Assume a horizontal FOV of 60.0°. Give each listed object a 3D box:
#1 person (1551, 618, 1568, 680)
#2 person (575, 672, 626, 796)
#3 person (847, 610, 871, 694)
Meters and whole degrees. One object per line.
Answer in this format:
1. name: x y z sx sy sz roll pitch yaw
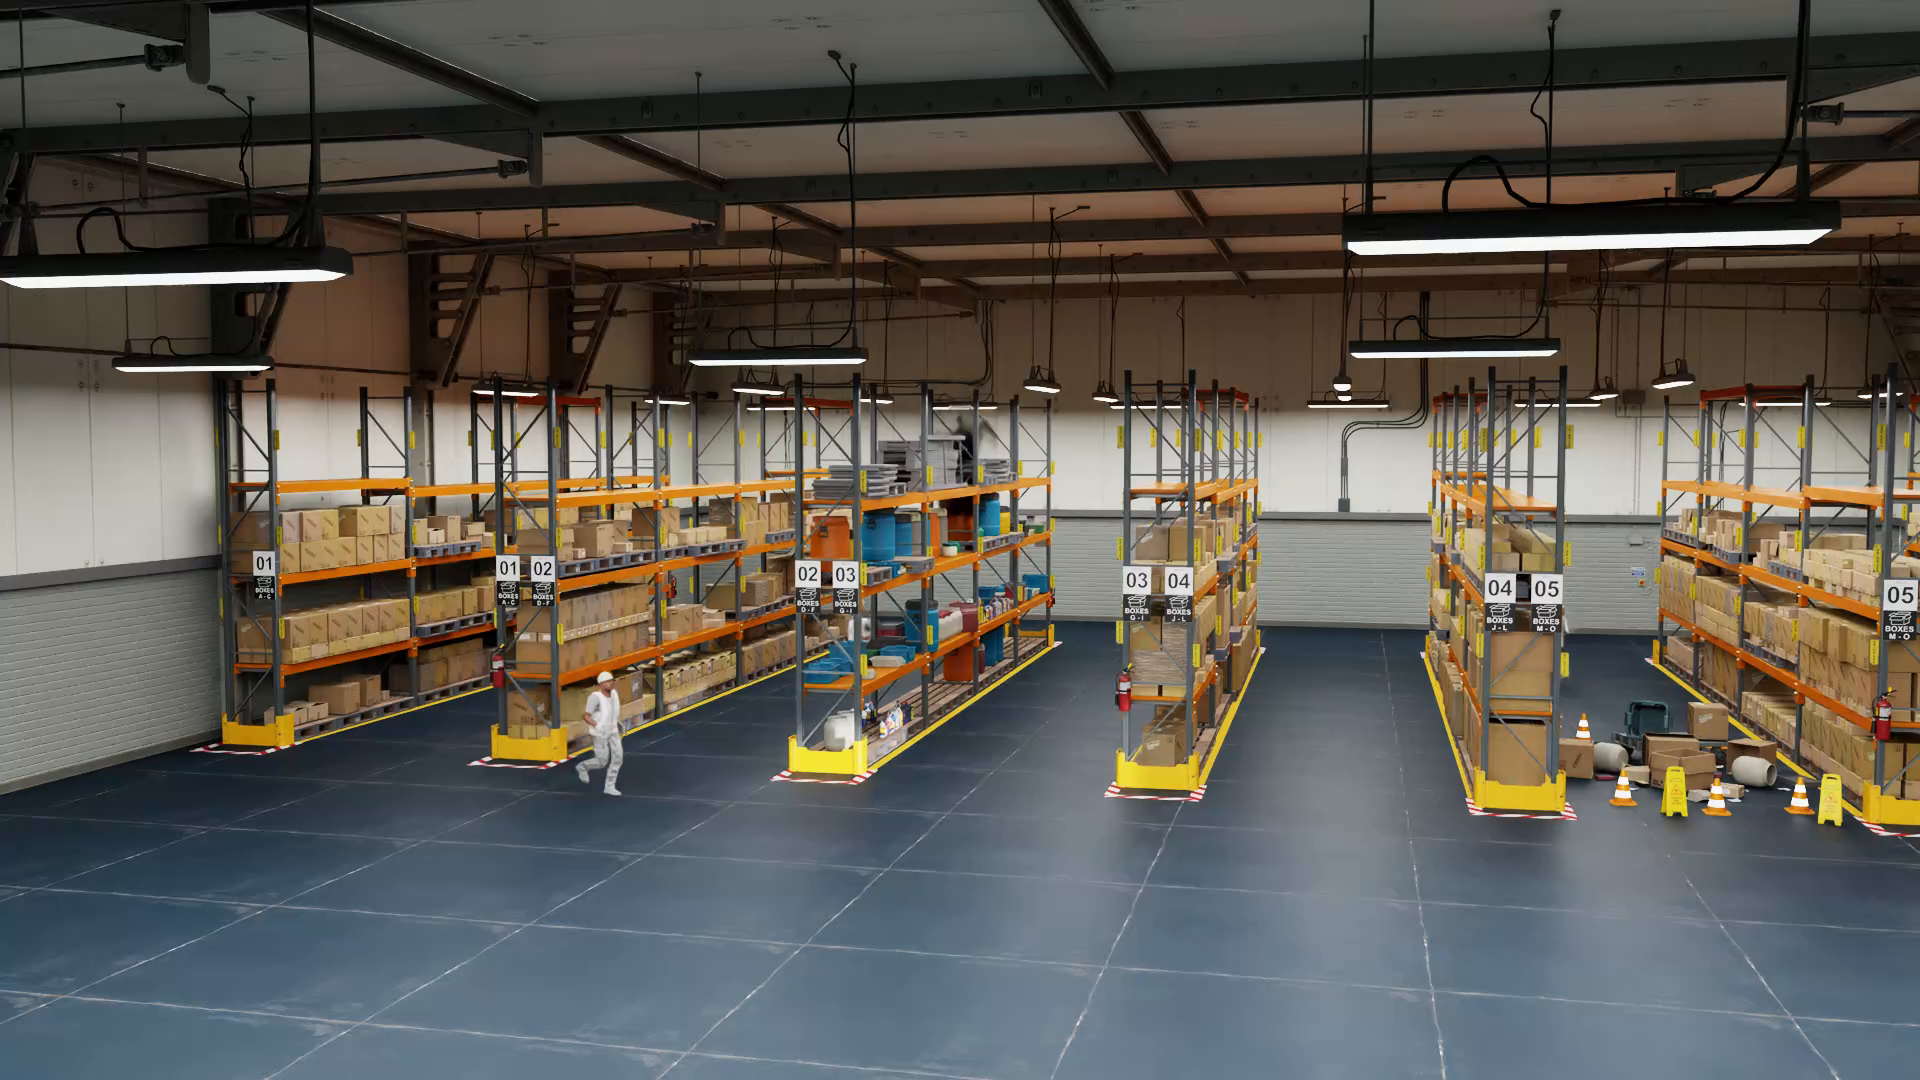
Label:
1. person: 12.375 2.148 34.614 0.510 1.542 0.519 0 3 3
2. person: -5.080 2.725 23.542 0.790 1.748 0.676 2 4 33
3. person: -1.995 2.145 33.139 0.656 1.772 0.800 1 4 18
